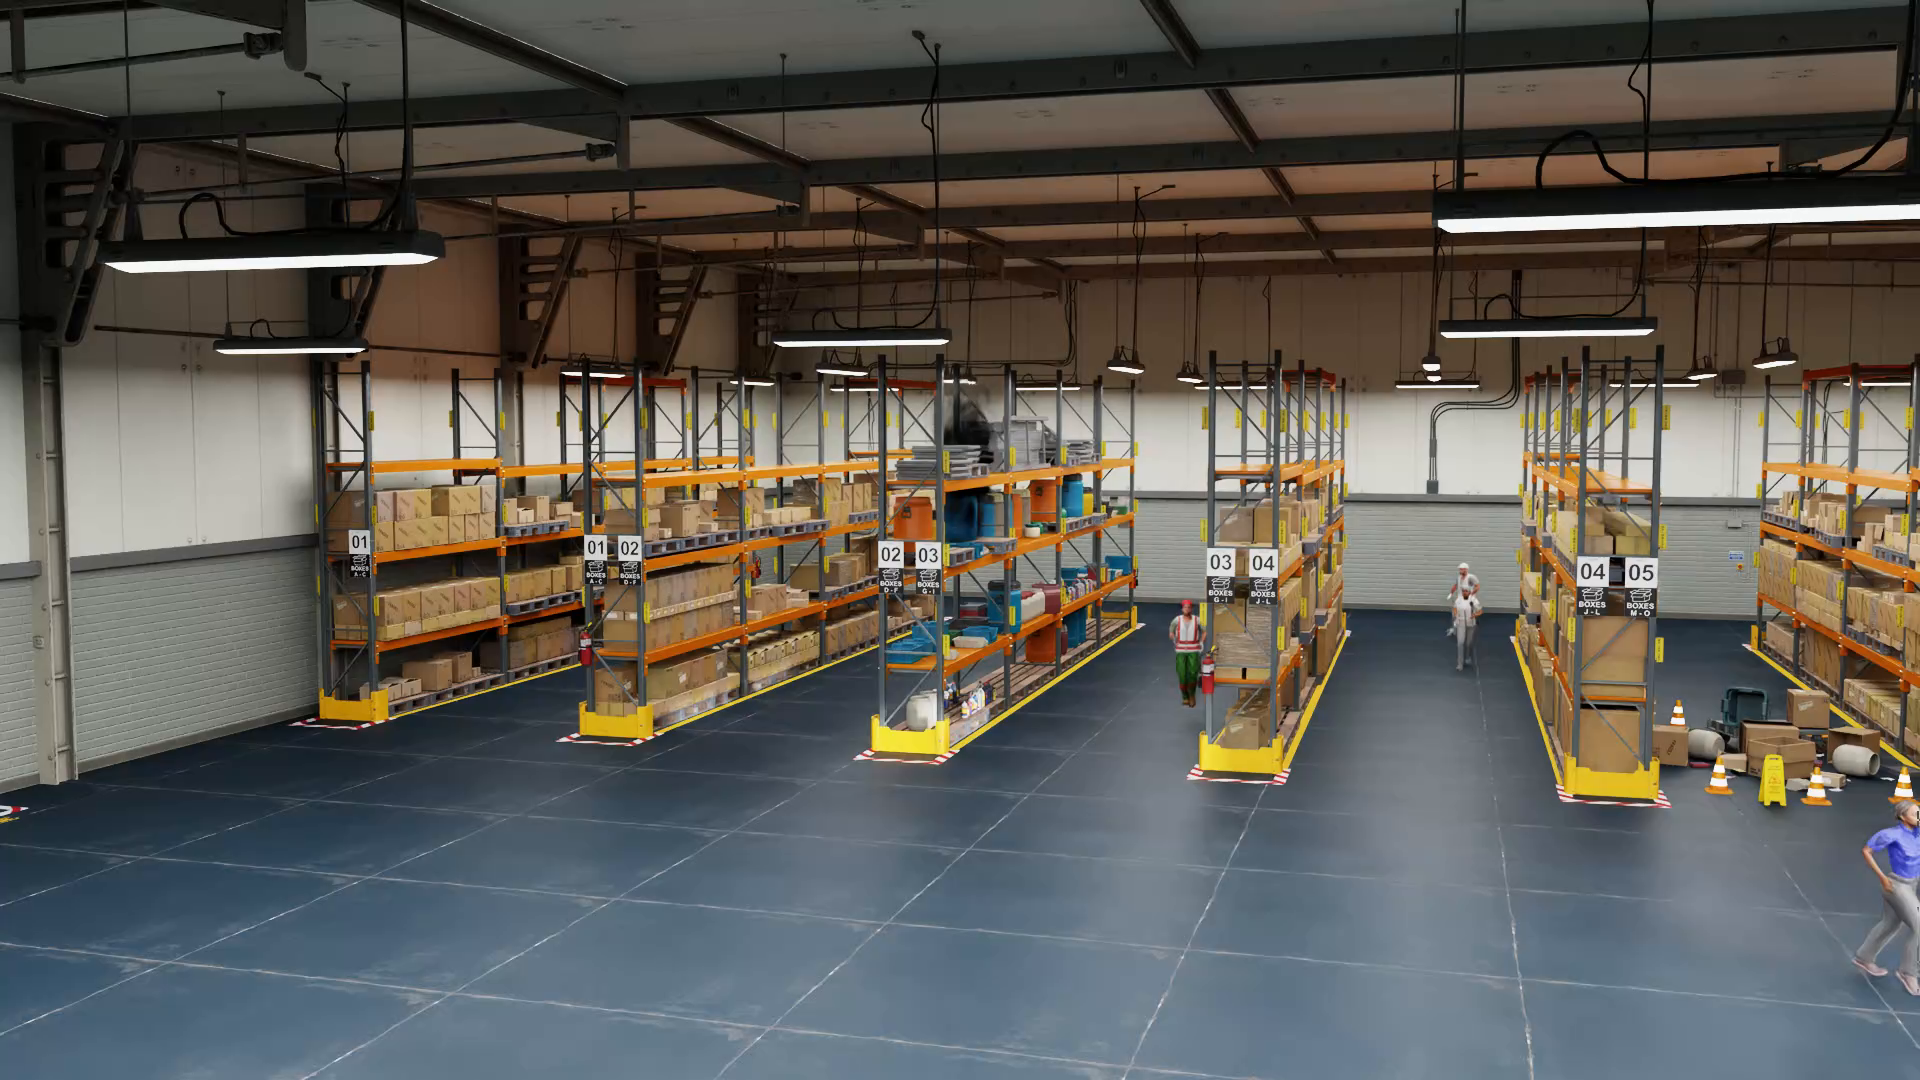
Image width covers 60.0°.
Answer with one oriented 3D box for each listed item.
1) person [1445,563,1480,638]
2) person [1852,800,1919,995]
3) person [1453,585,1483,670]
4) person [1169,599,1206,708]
[{"bbox_3d":[11.526,1.380,38.432,0.814,1.719,0.942,-3,5,-34],"label":"person"},{"bbox_3d":[8.337,3.145,14.735,0.546,1.723,0.747,-3,5,-40],"label":"person"},{"bbox_3d":[10.301,1.764,33.744,0.600,1.706,0.802,2,4,22],"label":"person"},{"bbox_3d":[3.755,1.881,27.437,0.632,1.801,0.620,1,4,12],"label":"person"}]
